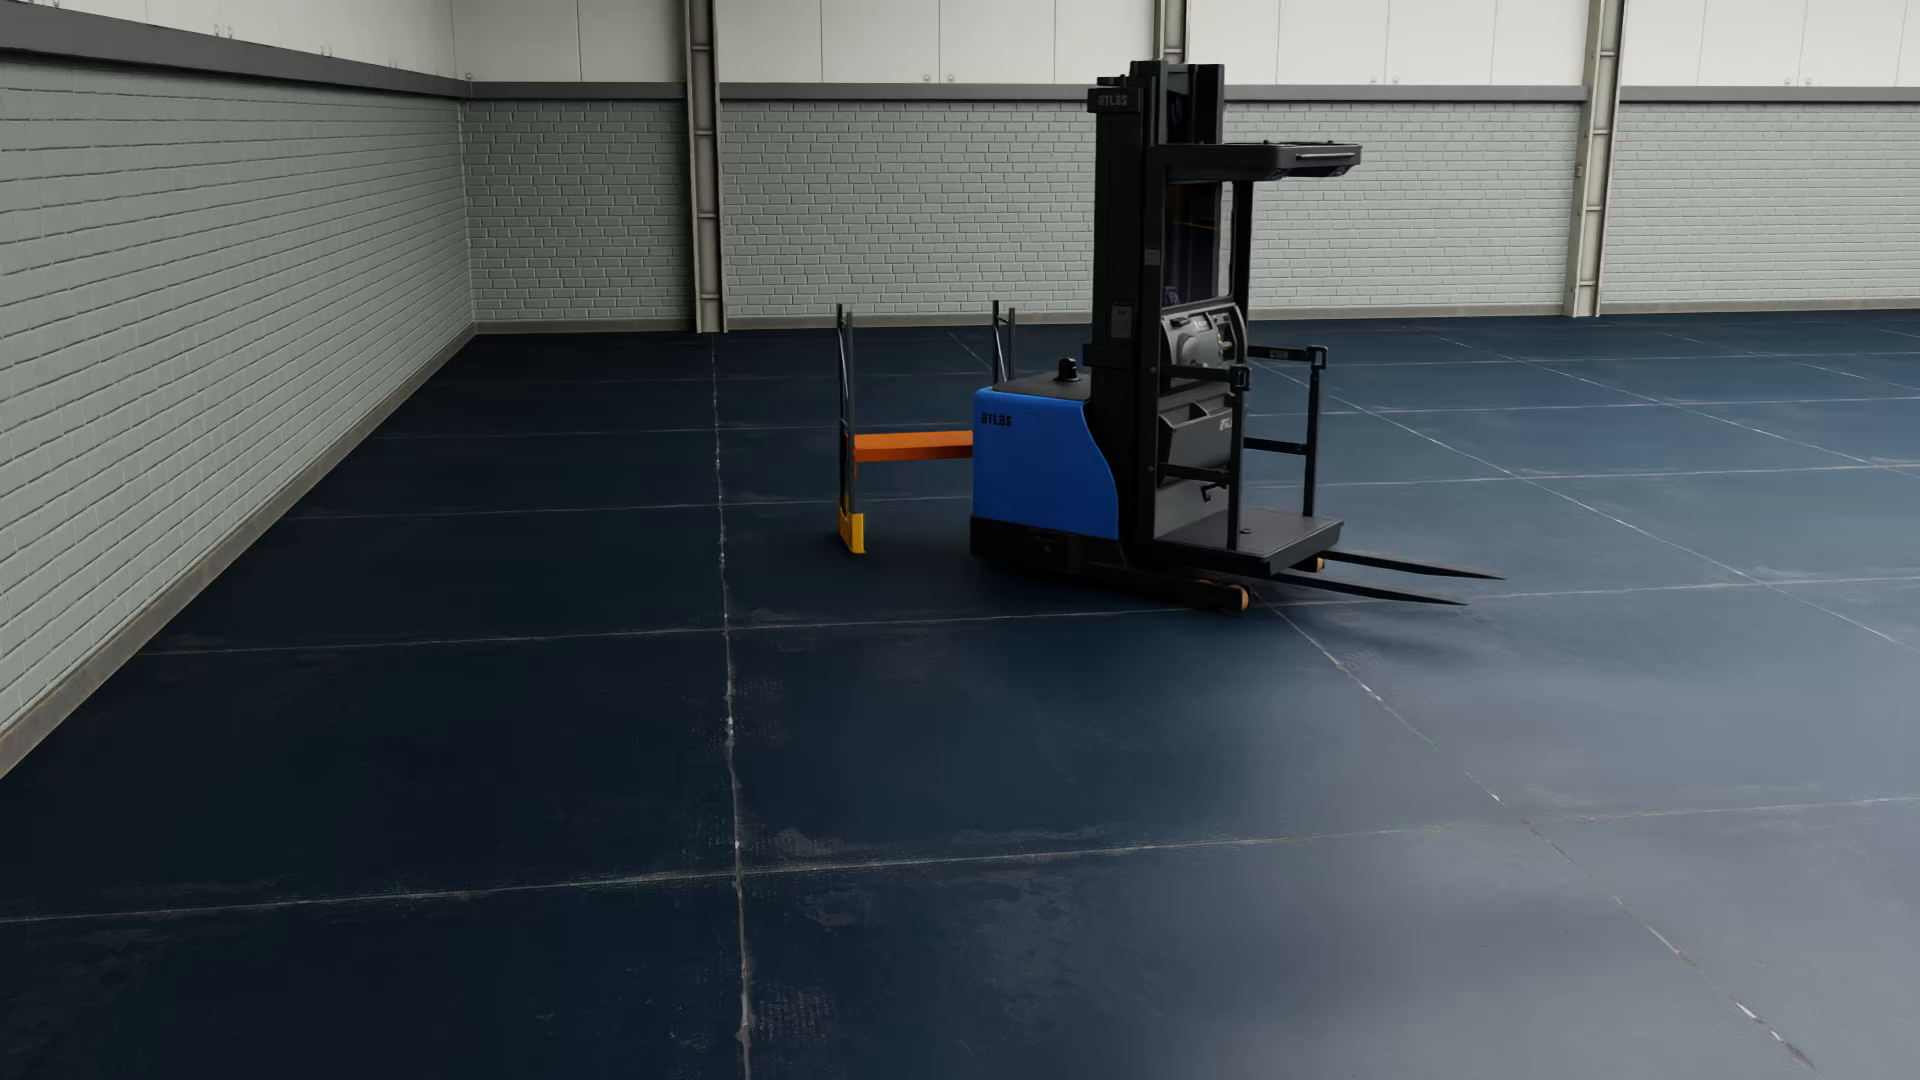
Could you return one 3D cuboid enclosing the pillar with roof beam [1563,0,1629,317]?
[{"bbox_3d":[9.304,-6.462,17.989,0.400,9.000,9.100,-2,14,-8],"label":"pillar with roof beam"}]

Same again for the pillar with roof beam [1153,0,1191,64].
[{"bbox_3d":[3.371,-6.244,17.122,0.400,9.000,9.100,-2,14,-8],"label":"pillar with roof beam"}]

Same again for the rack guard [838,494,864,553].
[{"bbox_3d":[-0.700,-0.109,10.644,0.087,0.250,0.587,-3,14,-11],"label":"rack guard"}]

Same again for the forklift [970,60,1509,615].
[{"bbox_3d":[1.555,-1.157,9.311,3.031,2.935,1.130,10,17,34],"label":"forklift"}]

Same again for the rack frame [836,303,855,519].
[{"bbox_3d":[-0.719,-0.715,10.488,0.032,1.500,0.500,-3,14,-11],"label":"rack frame"}]

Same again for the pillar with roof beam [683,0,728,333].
[{"bbox_3d":[-2.562,-6.027,16.255,0.400,9.000,9.100,-2,14,-8],"label":"pillar with roof beam"}]

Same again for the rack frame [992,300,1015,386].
[{"bbox_3d":[0.277,-0.765,10.687,0.032,1.500,0.500,-3,14,-11],"label":"rack frame"}]

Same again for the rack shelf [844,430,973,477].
[{"bbox_3d":[-0.221,-0.565,10.631,1.000,0.185,0.538,-3,14,-11],"label":"rack shelf"}]

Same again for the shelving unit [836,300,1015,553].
[{"bbox_3d":[-0.212,-0.740,10.589,1.083,1.500,0.587,-3,14,-11],"label":"shelving unit"}]
